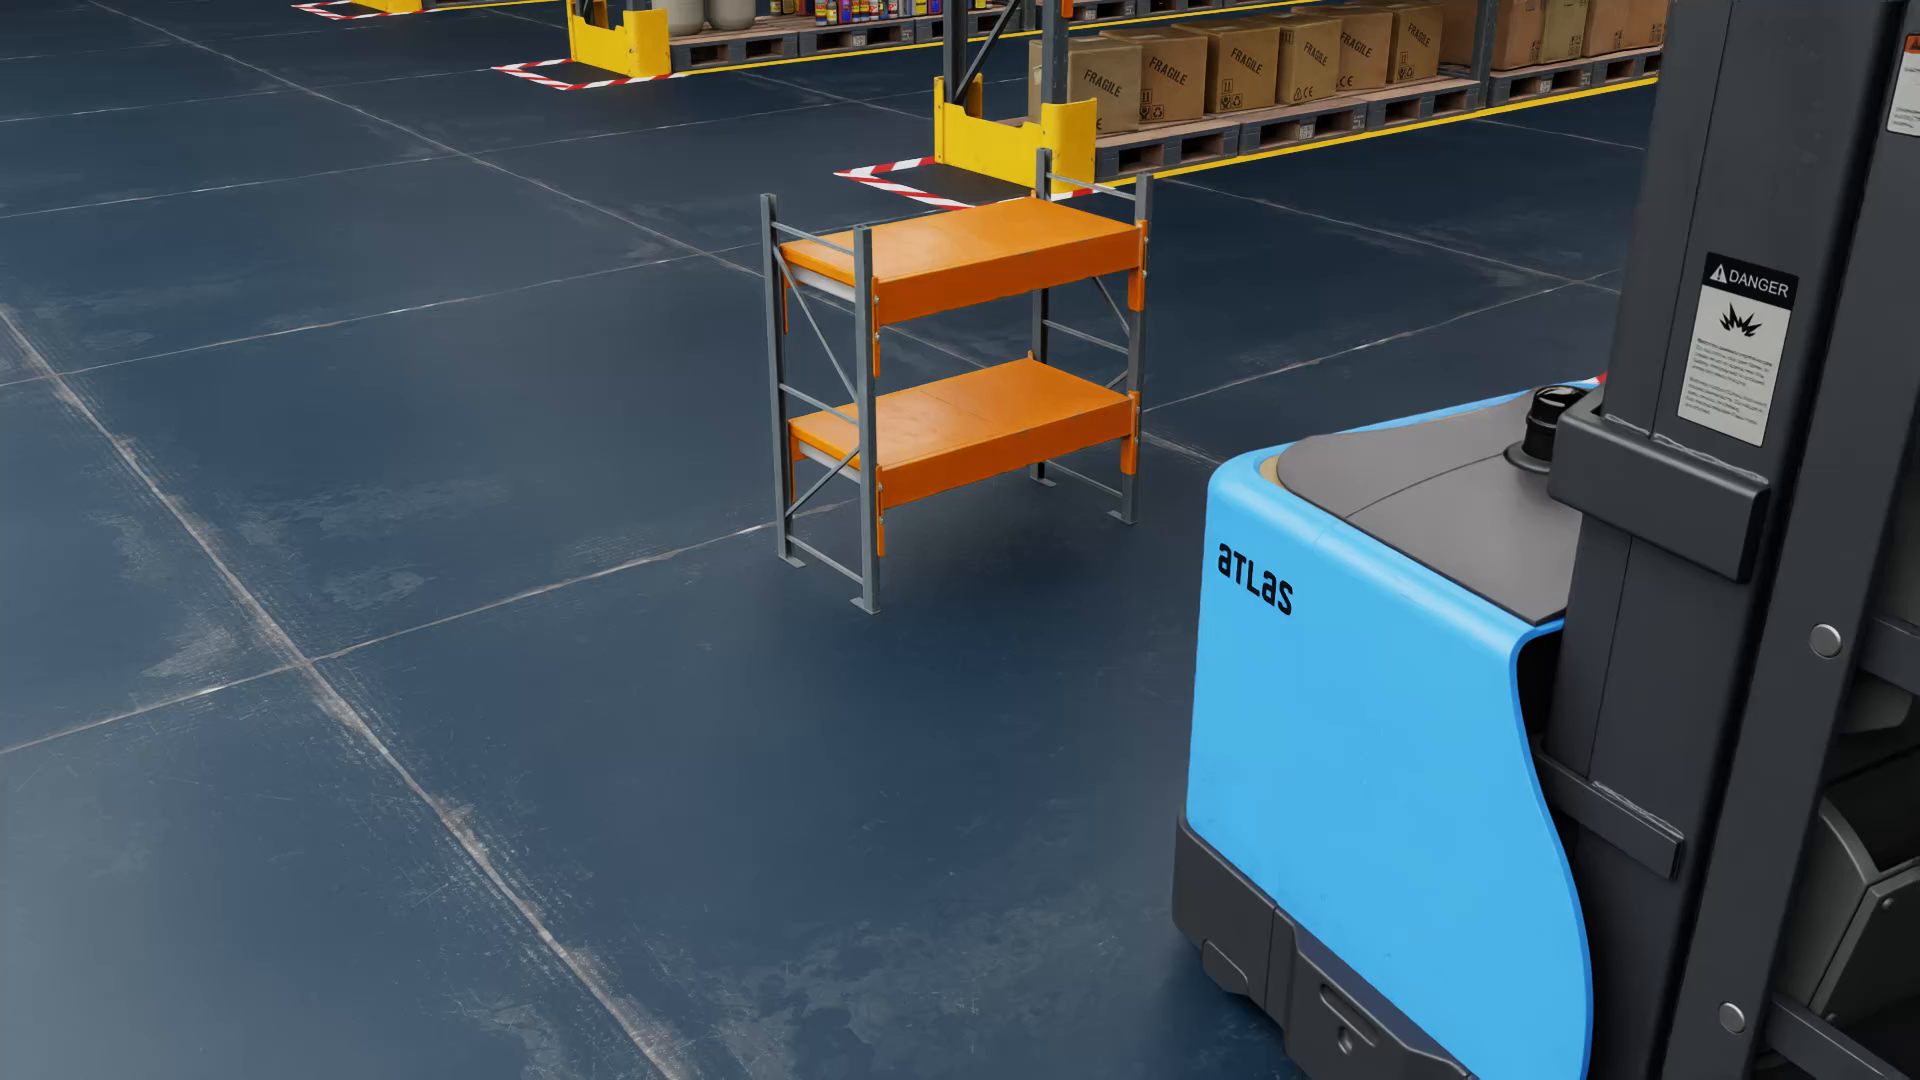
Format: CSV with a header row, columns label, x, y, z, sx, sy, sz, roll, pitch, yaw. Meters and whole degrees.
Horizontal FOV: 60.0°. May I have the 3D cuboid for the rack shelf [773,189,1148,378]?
label,x,y,z,sx,sy,sz,roll,pitch,yaw
rack shelf,0.005,-0.777,4.894,1.000,0.278,0.538,-18,31,-34

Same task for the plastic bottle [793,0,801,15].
label,x,y,z,sx,sy,sz,roll,pitch,yaw
plastic bottle,-1.414,-4.835,14.818,0.135,0.276,0.152,-18,30,-34

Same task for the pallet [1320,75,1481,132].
label,x,y,z,sx,sy,sz,roll,pitch,yaw
pallet,2.894,-3.139,11.764,1.213,0.211,1.003,-18,31,-34

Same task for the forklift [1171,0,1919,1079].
label,x,y,z,sx,sy,sz,roll,pitch,yaw
forklift,1.580,-0.055,1.888,1.130,2.935,3.031,-13,28,-26

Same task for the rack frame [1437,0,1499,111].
label,x,y,z,sx,sy,sz,roll,pitch,yaw
rack frame,3.400,-4.591,11.578,0.127,3.000,1.000,-18,31,-34

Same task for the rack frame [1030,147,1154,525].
label,x,y,z,sx,sy,sz,roll,pitch,yaw
rack frame,0.405,-0.644,5.302,0.032,1.125,0.500,-18,31,-34

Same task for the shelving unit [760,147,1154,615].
label,x,y,z,sx,sy,sz,roll,pitch,yaw
shelving unit,0.005,-0.512,5.017,1.048,1.125,0.538,-18,31,-34

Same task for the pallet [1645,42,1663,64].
label,x,y,z,sx,sy,sz,roll,pitch,yaw
pallet,5.932,-4.162,13.968,1.213,0.211,1.003,-18,31,-34

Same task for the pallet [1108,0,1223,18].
label,x,y,z,sx,sy,sz,roll,pitch,yaw
pallet,1.899,-5.502,16.854,1.213,0.211,1.003,-18,31,-34

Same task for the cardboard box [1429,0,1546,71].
label,x,y,z,sx,sy,sz,roll,pitch,yaw
cardboard box,3.897,-3.809,12.340,0.500,0.500,0.700,-21,32,-38

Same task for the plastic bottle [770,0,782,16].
label,x,y,z,sx,sy,sz,roll,pitch,yaw
plastic bottle,-1.629,-4.745,14.712,0.097,0.201,0.097,0,25,0

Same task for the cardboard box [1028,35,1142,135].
label,x,y,z,sx,sy,sz,roll,pitch,yaw
cardboard box,0.755,-2.765,10.115,0.500,0.500,0.500,-12,28,-25

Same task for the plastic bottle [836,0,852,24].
label,x,y,z,sx,sy,sz,roll,pitch,yaw
plastic bottle,-0.995,-4.580,14.260,0.133,0.283,0.061,-18,30,-33

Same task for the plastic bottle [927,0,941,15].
label,x,y,z,sx,sy,sz,roll,pitch,yaw
plastic bottle,-0.238,-4.830,14.798,0.133,0.283,0.061,-16,29,-31

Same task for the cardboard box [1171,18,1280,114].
label,x,y,z,sx,sy,sz,roll,pitch,yaw
cardboard box,1.708,-3.088,10.810,0.500,0.500,0.500,-15,29,-29

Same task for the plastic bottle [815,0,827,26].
label,x,y,z,sx,sy,sz,roll,pitch,yaw
plastic bottle,-1.184,-4.522,14.149,0.097,0.271,0.097,0,25,0

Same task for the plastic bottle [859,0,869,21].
label,x,y,z,sx,sy,sz,roll,pitch,yaw
plastic bottle,-0.836,-4.637,14.396,0.097,0.271,0.097,0,25,0

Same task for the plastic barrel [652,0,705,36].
label,x,y,z,sx,sy,sz,roll,pitch,yaw
plastic barrel,-2.333,-4.451,13.733,0.421,0.512,0.421,0,25,0

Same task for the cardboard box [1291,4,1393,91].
label,x,y,z,sx,sy,sz,roll,pitch,yaw
cardboard box,2.615,-3.405,11.495,0.500,0.500,0.500,-9,26,-18

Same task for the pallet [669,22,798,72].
label,x,y,z,sx,sy,sz,roll,pitch,yaw
pallet,-2.130,-4.172,13.989,1.213,0.211,1.003,-18,31,-34

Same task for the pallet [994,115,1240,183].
label,x,y,z,sx,sy,sz,roll,pitch,yaw
pallet,0.974,-2.506,10.398,1.213,0.211,1.003,-18,31,-34

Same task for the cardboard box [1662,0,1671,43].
label,x,y,z,sx,sy,sz,roll,pitch,yaw
cardboard box,5.605,-4.366,13.542,0.500,0.500,0.700,-21,32,-38

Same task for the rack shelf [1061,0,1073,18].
label,x,y,z,sx,sy,sz,roll,pitch,yaw
rack shelf,1.827,-3.745,10.610,4.000,0.370,1.077,-18,31,-34

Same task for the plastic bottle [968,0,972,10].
label,x,y,z,sx,sy,sz,roll,pitch,yaw
plastic bottle,0.015,-4.967,15.012,0.185,0.351,0.144,-19,31,-35

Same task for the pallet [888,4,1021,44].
label,x,y,z,sx,sy,sz,roll,pitch,yaw
pallet,-0.210,-4.806,15.354,1.213,0.211,1.003,-18,31,-34

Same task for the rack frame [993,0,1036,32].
label,x,y,z,sx,sy,sz,roll,pitch,yaw
rack frame,0.344,-6.231,15.113,0.127,3.000,1.000,-18,31,-34

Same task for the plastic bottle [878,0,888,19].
label,x,y,z,sx,sy,sz,roll,pitch,yaw
plastic bottle,-0.677,-4.690,14.510,0.097,0.271,0.097,0,25,0

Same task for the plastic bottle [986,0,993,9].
label,x,y,z,sx,sy,sz,roll,pitch,yaw
plastic bottle,0.251,-4.964,15.184,0.097,0.201,0.097,0,25,0

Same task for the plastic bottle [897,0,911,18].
label,x,y,z,sx,sy,sz,roll,pitch,yaw
plastic bottle,-0.520,-4.758,14.652,0.135,0.276,0.152,-18,30,-33

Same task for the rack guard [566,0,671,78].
label,x,y,z,sx,sy,sz,roll,pitch,yaw
rack guard,-2.773,-4.094,13.477,0.348,0.500,1.175,-18,31,-34

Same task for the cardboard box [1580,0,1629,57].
label,x,y,z,sx,sy,sz,roll,pitch,yaw
cardboard box,4.724,-4.072,12.907,0.500,0.500,0.700,-21,32,-38
